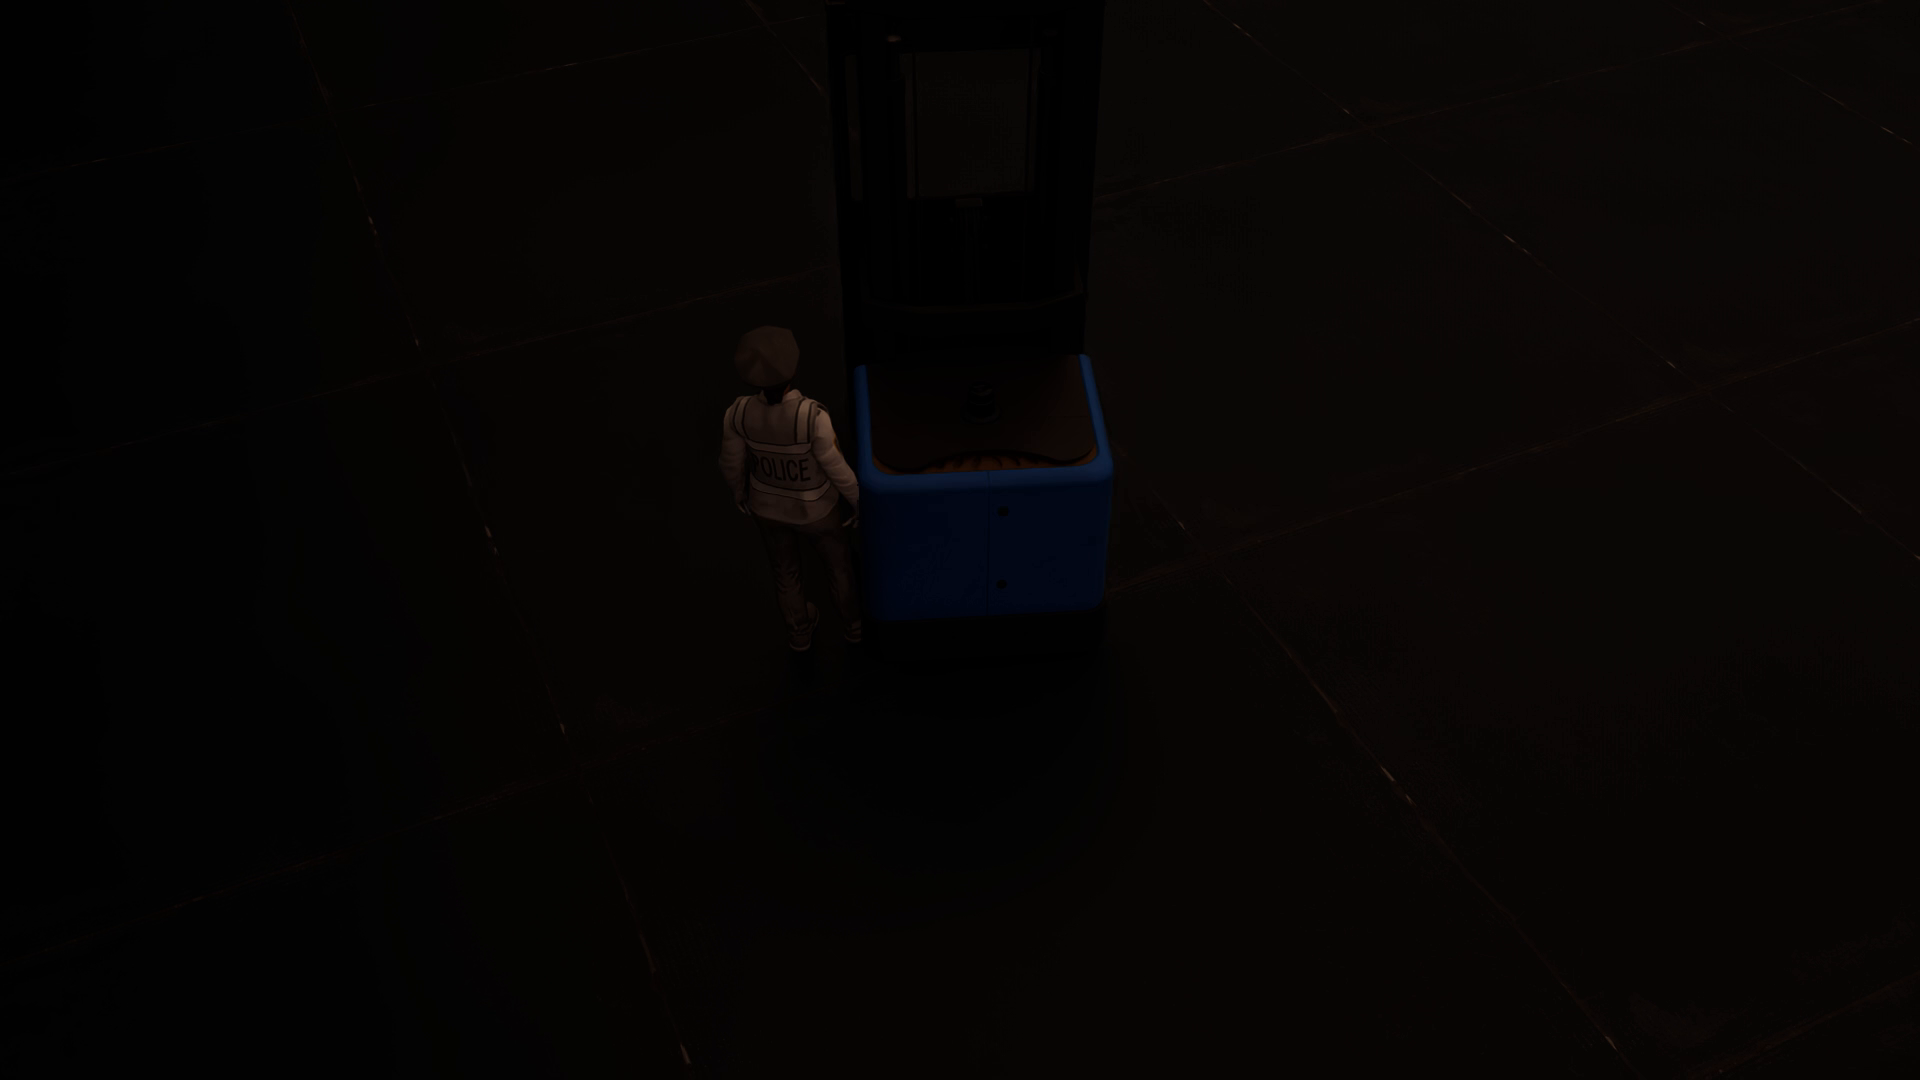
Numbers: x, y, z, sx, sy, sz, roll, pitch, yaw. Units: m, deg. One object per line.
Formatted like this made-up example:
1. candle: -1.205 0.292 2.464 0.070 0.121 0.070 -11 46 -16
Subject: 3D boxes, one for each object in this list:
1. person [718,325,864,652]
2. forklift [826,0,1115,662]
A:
1. person: -0.660 -0.200 6.797 0.587 1.697 0.507 8 44 9
2. forklift: 0.000 -1.544 7.334 1.130 2.935 3.031 -3 43 -3
